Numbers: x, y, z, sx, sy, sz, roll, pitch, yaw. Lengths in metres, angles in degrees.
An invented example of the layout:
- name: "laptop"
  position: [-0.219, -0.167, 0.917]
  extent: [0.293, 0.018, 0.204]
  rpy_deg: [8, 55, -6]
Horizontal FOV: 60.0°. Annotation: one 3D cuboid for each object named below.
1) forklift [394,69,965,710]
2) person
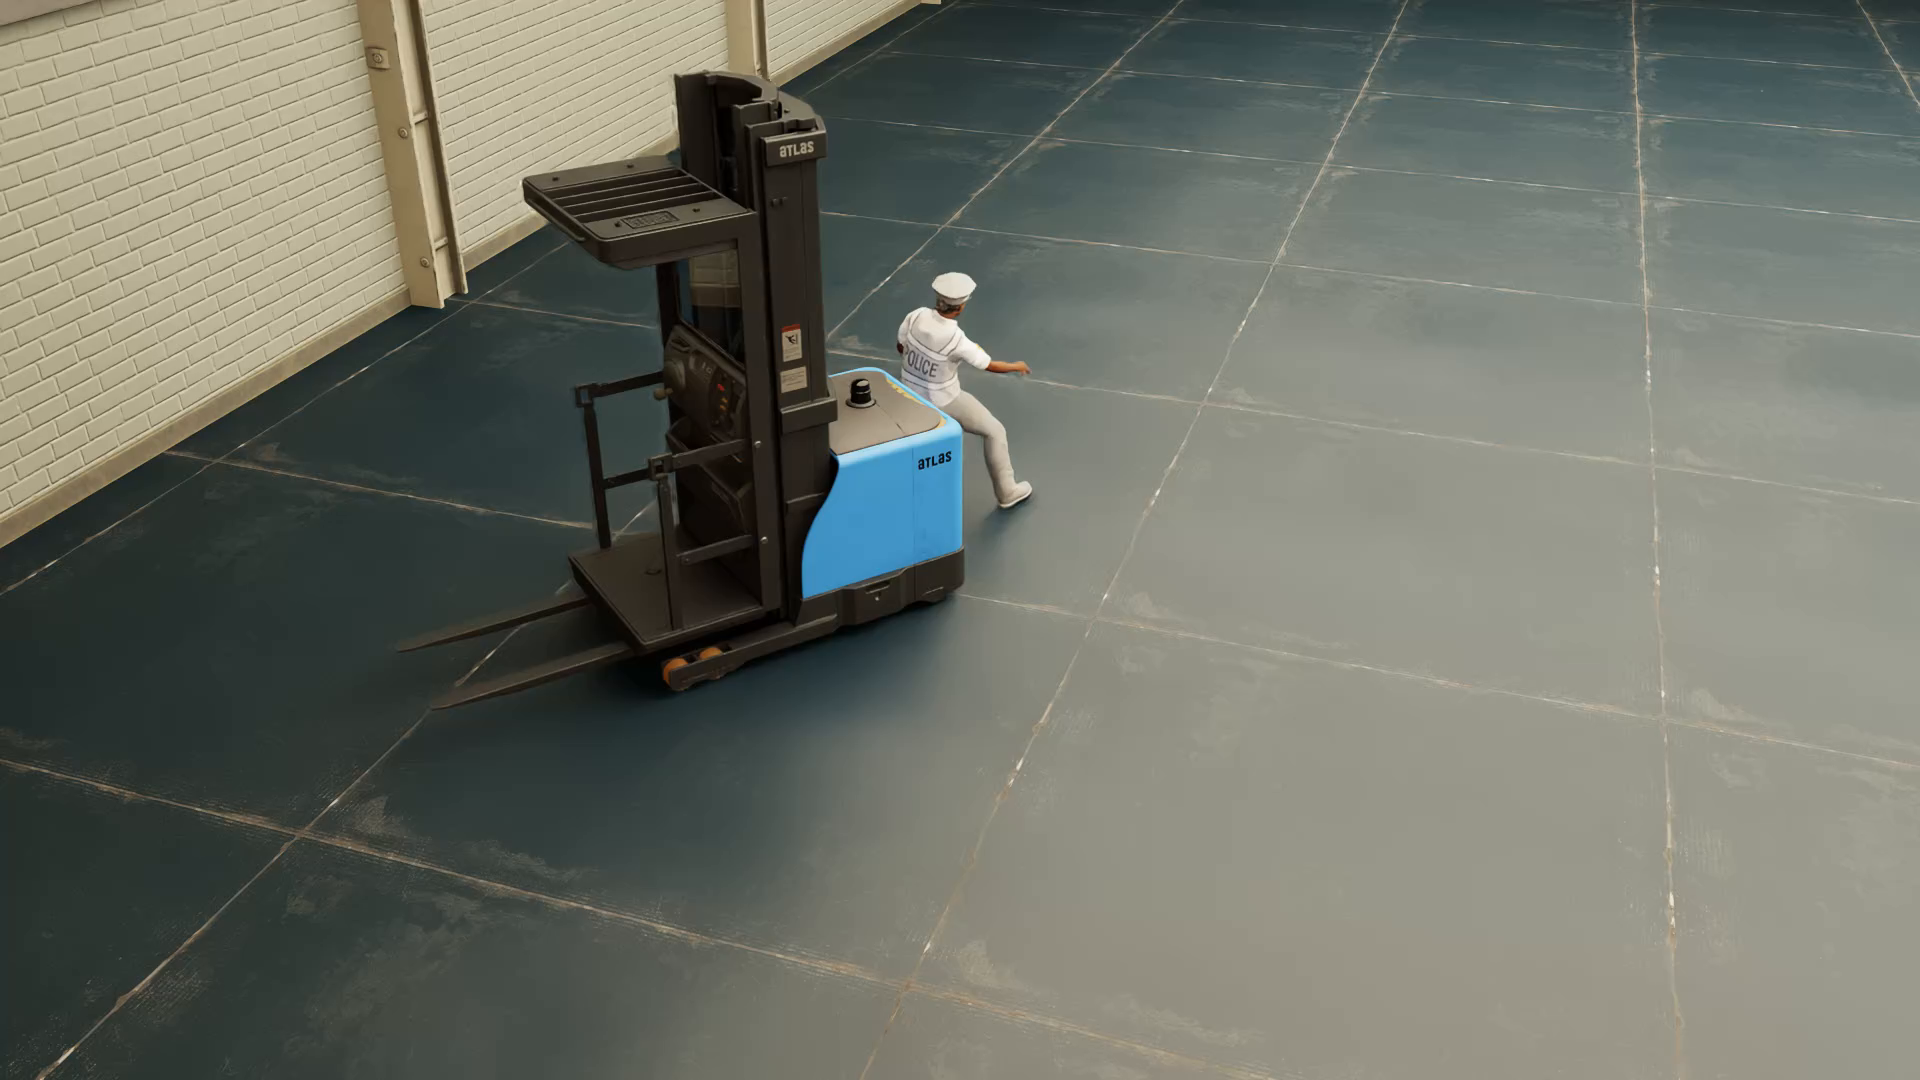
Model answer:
- name: "forklift"
  position: [-1.495, -0.783, 8.510]
  extent: [3.031, 2.935, 1.130]
  rpy_deg: [-17, 34, -27]
- name: "person"
  position: [0.041, -0.959, 10.263]
  extent: [0.750, 1.493, 0.723]
  rpy_deg: [21, 36, 32]
